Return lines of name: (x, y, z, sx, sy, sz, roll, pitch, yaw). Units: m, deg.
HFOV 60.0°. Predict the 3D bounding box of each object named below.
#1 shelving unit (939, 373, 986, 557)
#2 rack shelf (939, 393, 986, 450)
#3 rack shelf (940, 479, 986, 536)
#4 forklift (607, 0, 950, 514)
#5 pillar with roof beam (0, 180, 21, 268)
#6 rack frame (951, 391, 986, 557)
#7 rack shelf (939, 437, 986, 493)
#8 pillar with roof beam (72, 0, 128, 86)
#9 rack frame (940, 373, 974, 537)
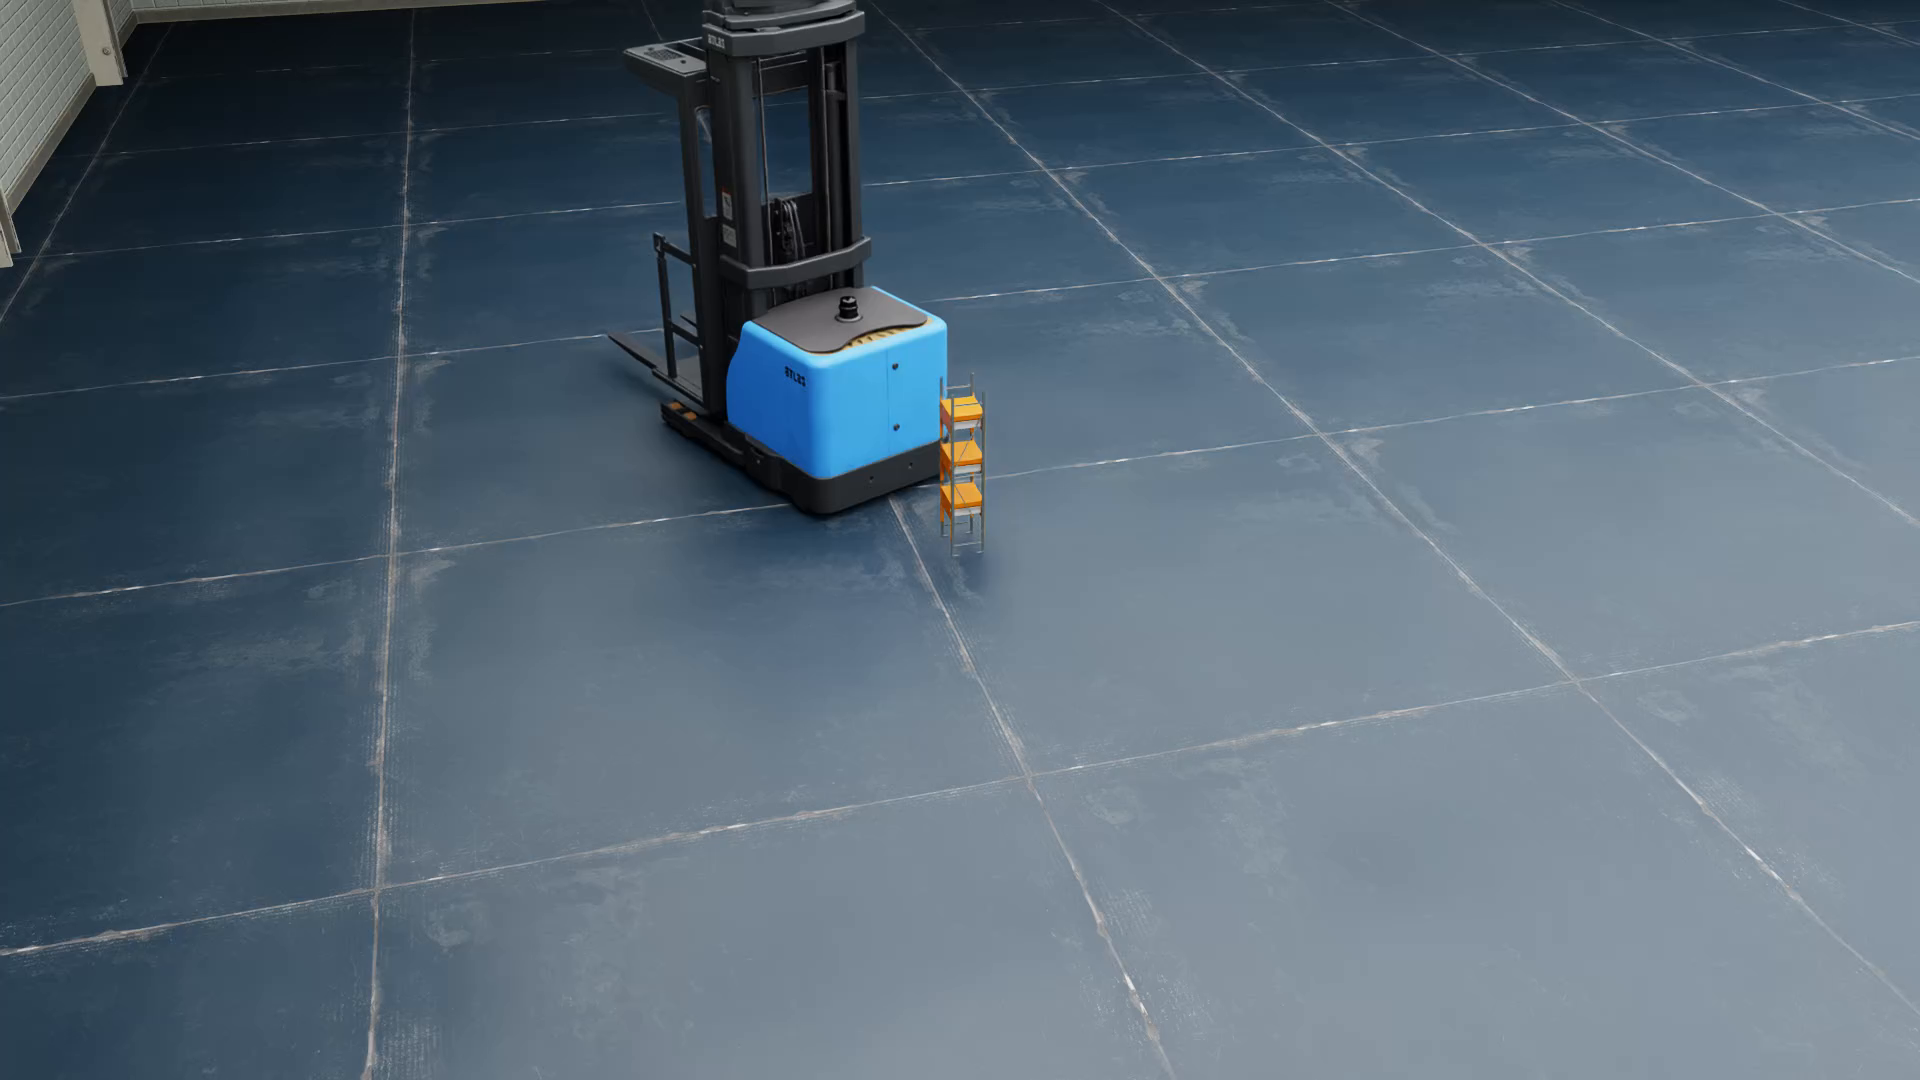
shelving unit: (0.014, -0.429, 9.673, 0.215, 1.050, 0.252, -8, 31, -13)
rack shelf: (0.014, -0.665, 9.537, 0.215, 0.259, 0.240, -8, 31, -13)
rack shelf: (0.014, -0.179, 9.818, 0.215, 0.259, 0.240, -8, 31, -13)
forklift: (-1.374, -2.100, 10.684, 1.130, 2.935, 3.031, -22, 37, -33)
pillar with roof beam: (-4.002, -6.835, 12.808, 9.100, 9.000, 0.400, -8, 31, -13)
rack frame: (0.047, -0.370, 9.572, 0.200, 1.050, 0.008, -8, 31, -13)
rack shelf: (0.014, -0.419, 9.679, 0.215, 0.259, 0.240, -8, 31, -13)
pillar with roof beam: (-5.594, -9.733, 17.814, 9.100, 9.000, 0.400, -8, 31, -13)
rack frame: (-0.018, -0.487, 9.775, 0.200, 1.050, 0.008, -8, 31, -13)
